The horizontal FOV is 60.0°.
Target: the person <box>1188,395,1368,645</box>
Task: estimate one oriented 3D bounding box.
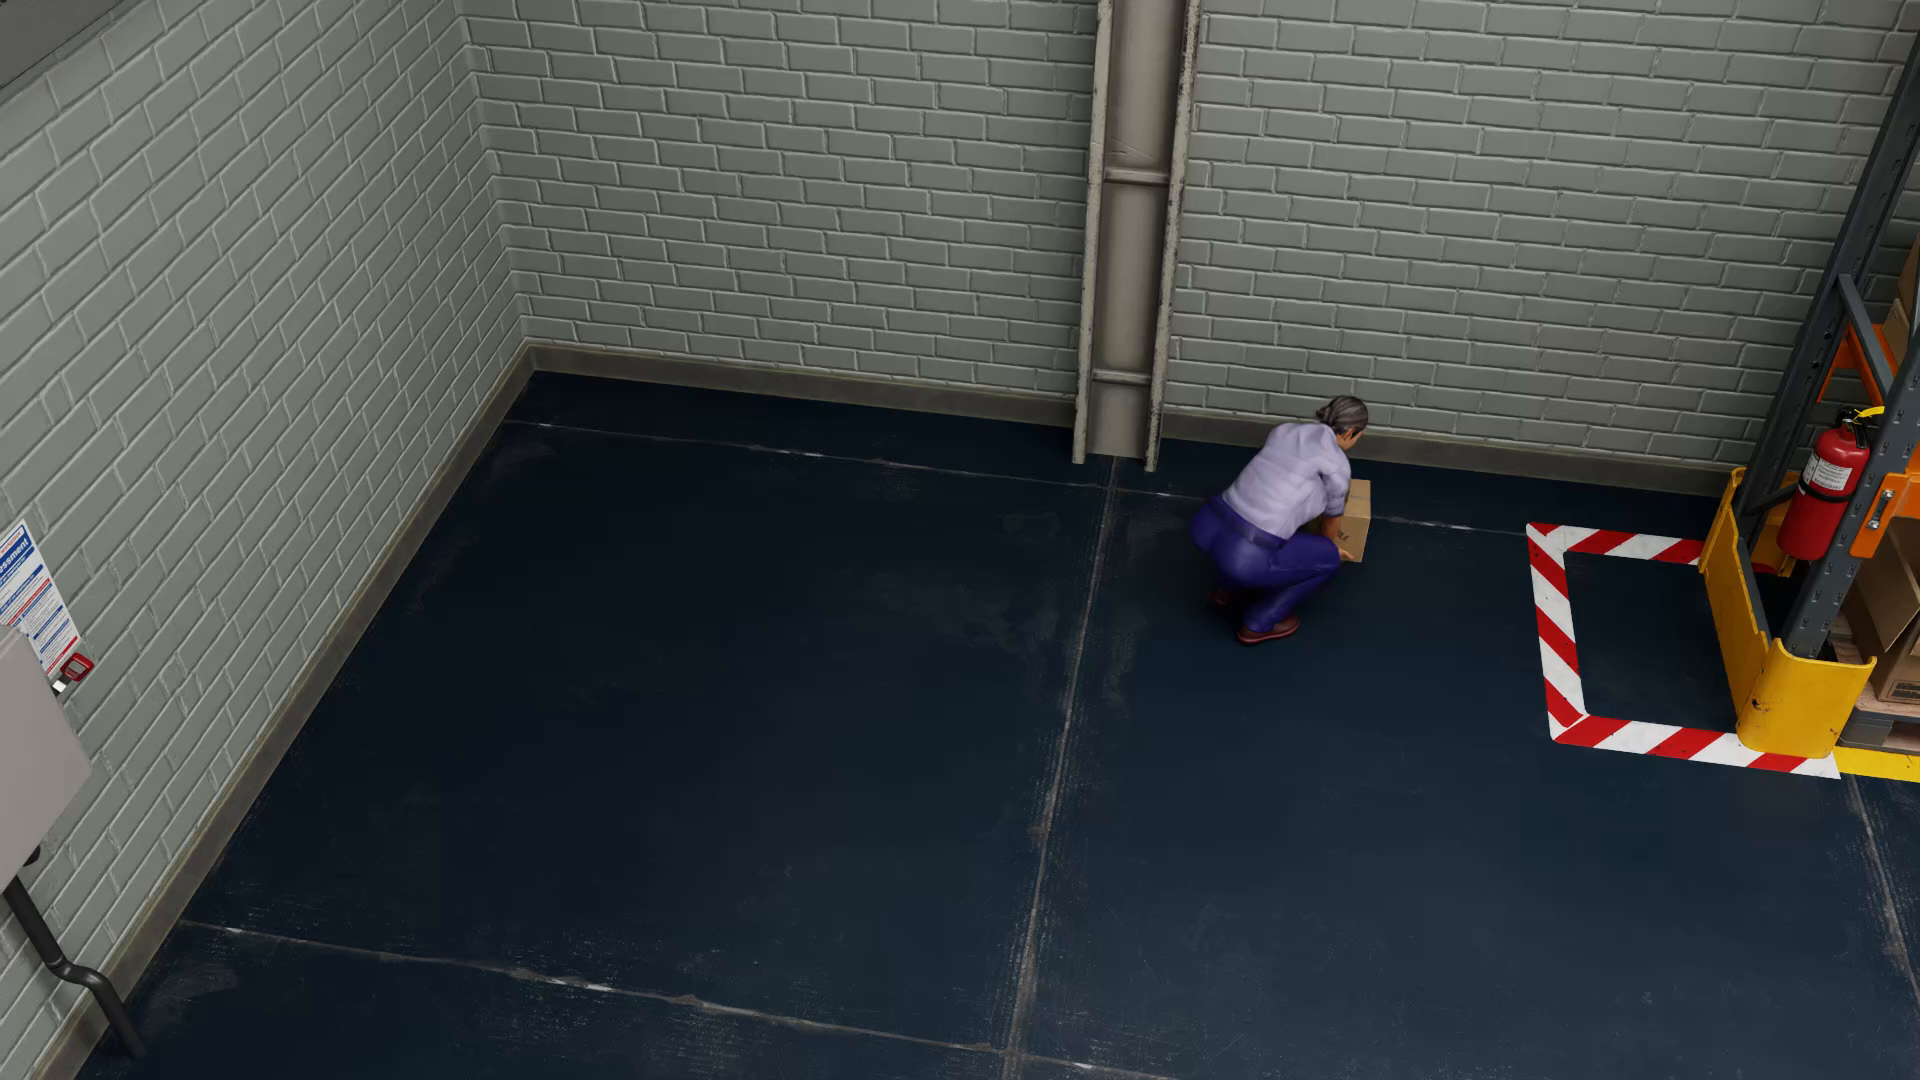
[{"bbox_3d":[1.349,-0.086,6.834,0.888,0.922,0.494,-22,46,-24],"label":"person"}]
